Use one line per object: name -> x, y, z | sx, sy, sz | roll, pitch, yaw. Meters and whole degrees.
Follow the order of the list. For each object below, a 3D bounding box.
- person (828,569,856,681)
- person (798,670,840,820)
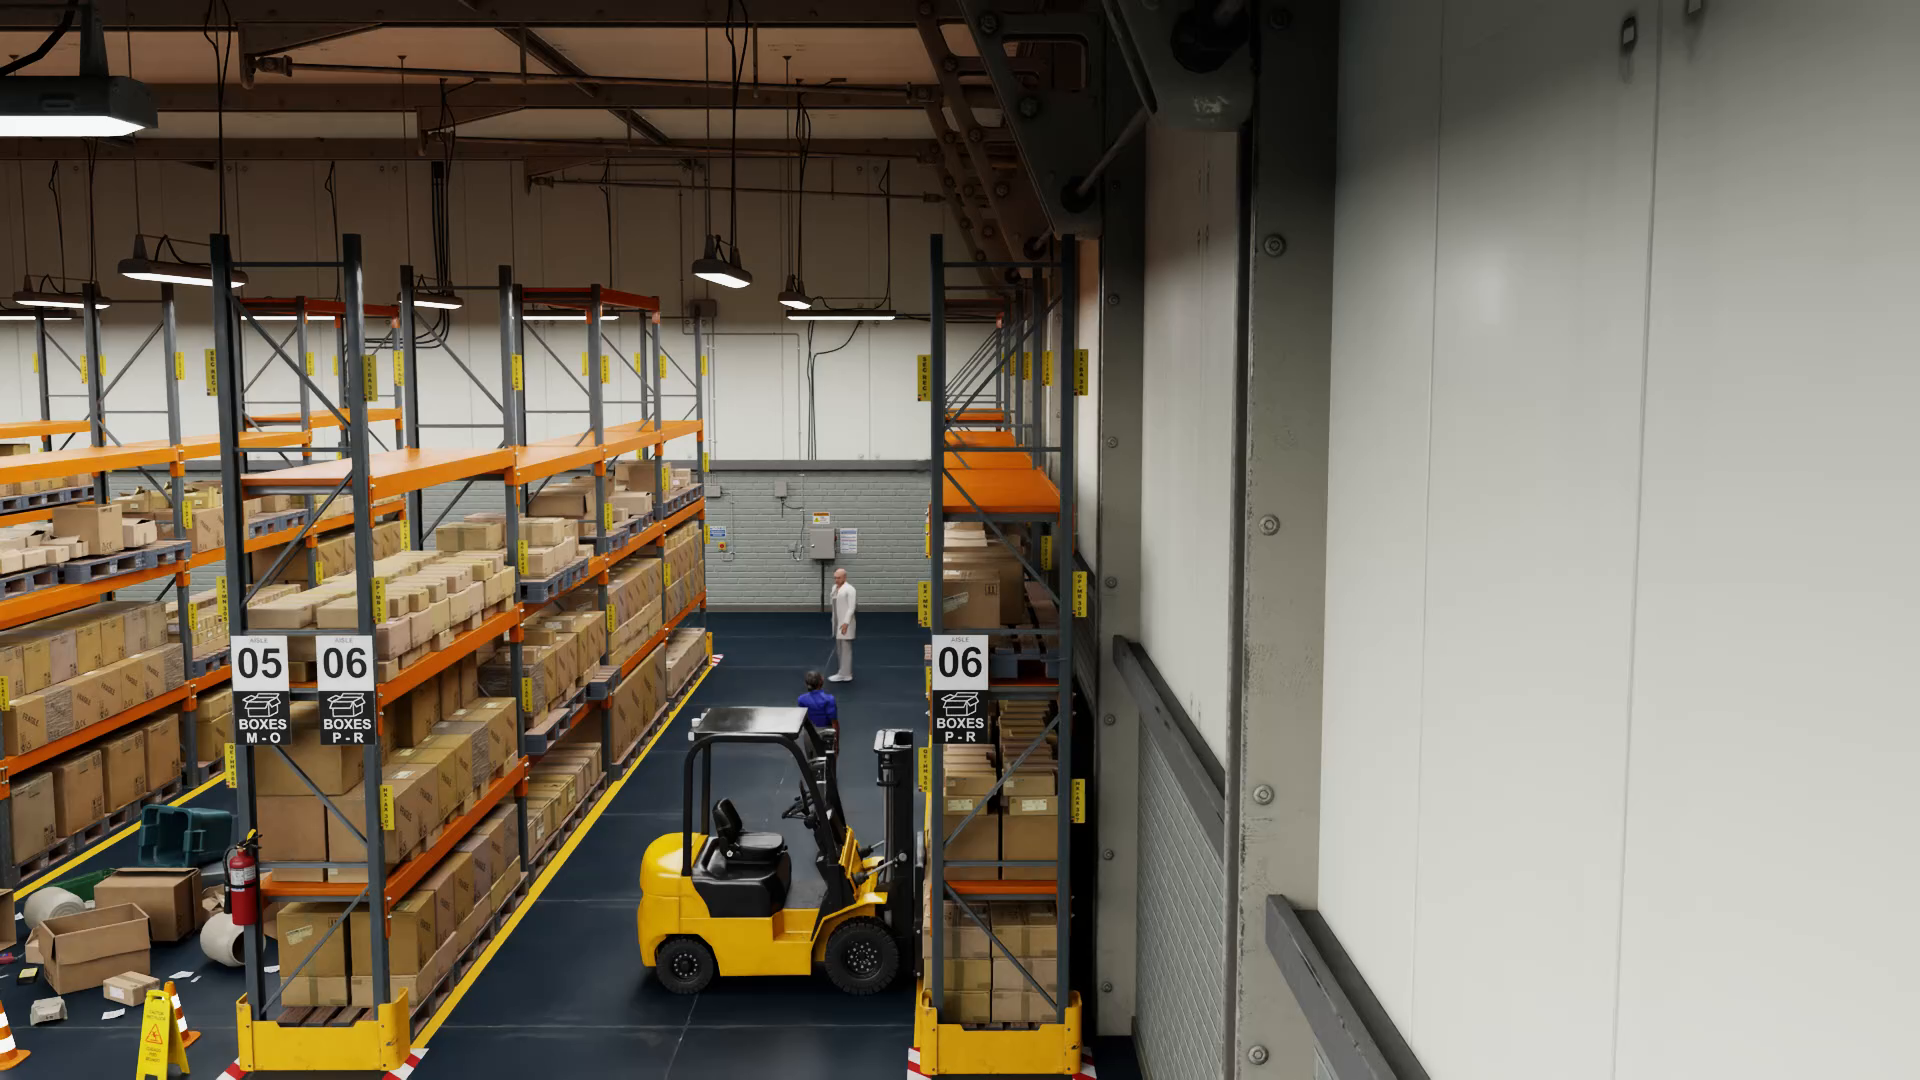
person -> -1.896, 1.352, 26.477 | 0.466, 1.800, 0.604 | -4, 8, -34
person -> -1.528, 2.196, 17.892 | 0.433, 1.647, 0.738 | -1, 6, -11
